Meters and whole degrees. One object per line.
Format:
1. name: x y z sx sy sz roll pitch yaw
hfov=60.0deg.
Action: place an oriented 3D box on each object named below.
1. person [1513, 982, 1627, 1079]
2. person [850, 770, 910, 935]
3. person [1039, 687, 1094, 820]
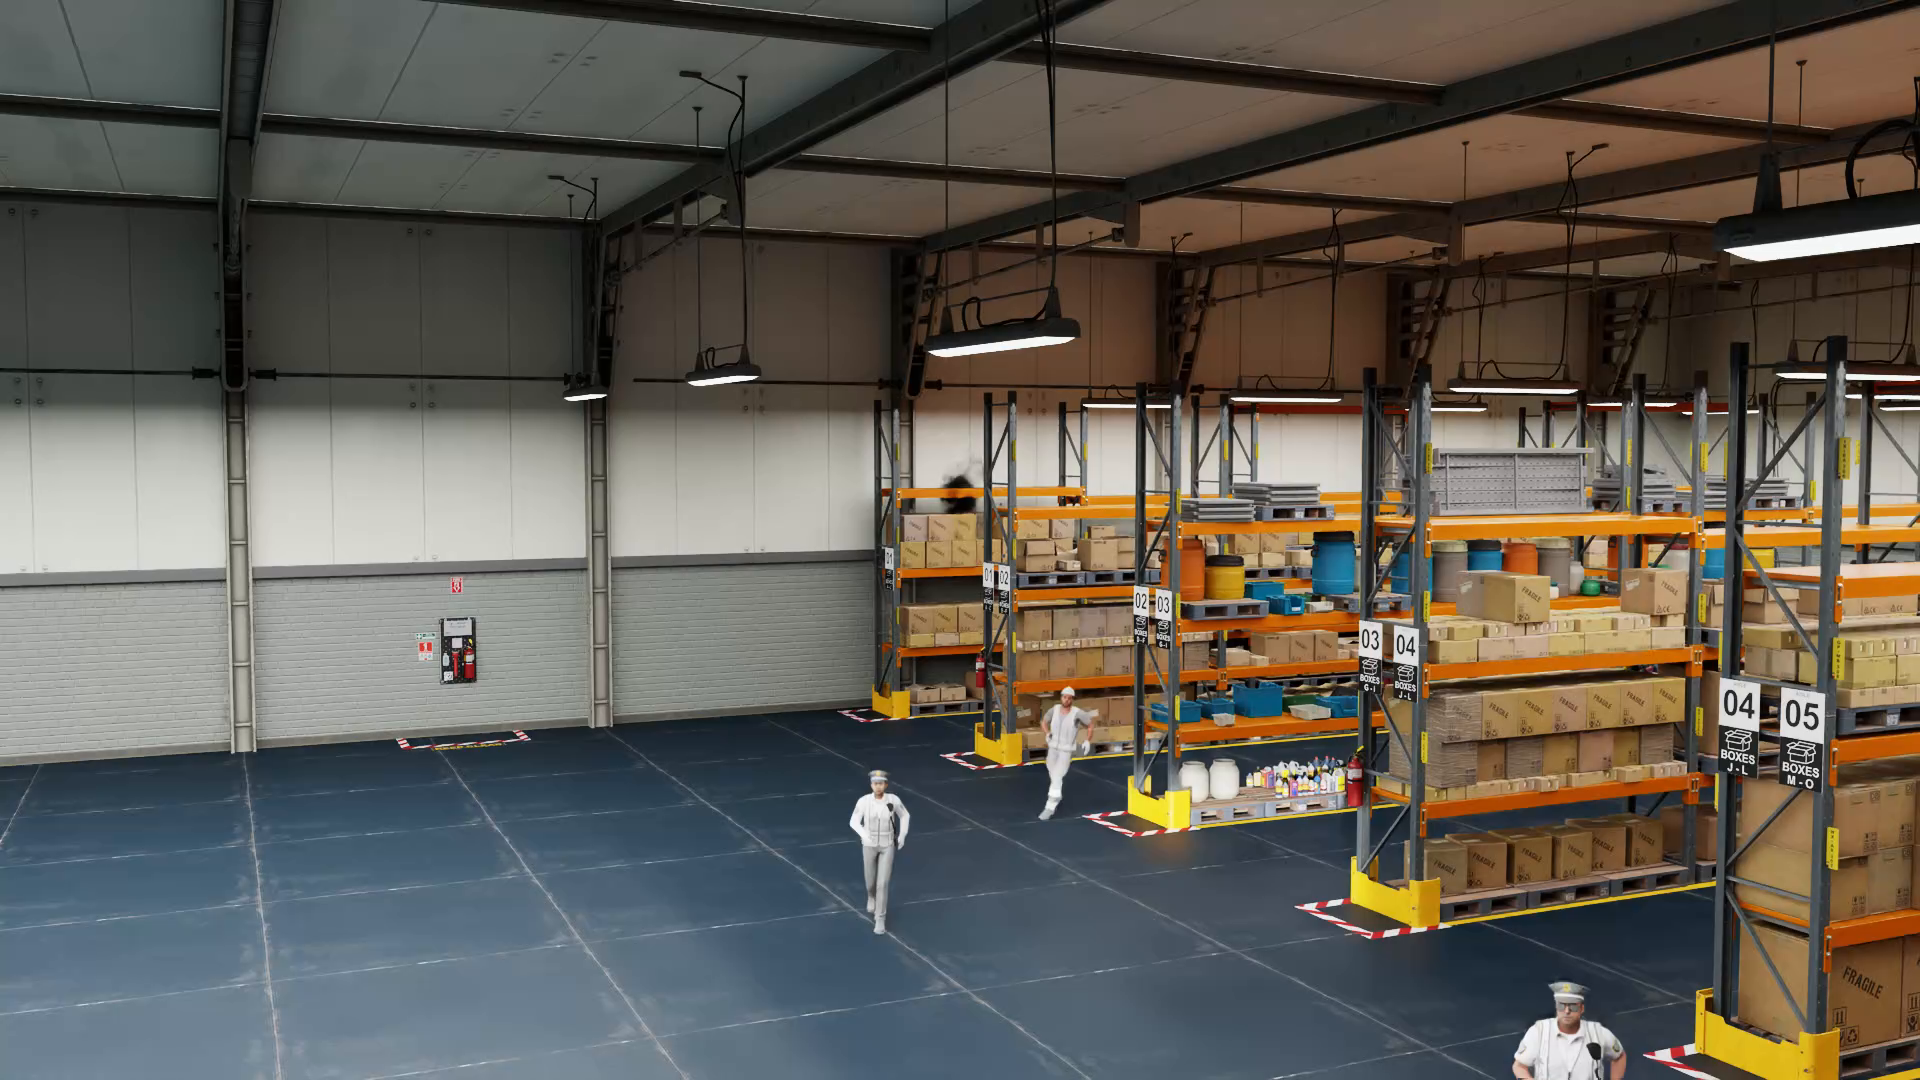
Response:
1. person: 3.851 3.665 10.533 0.674 1.794 0.981 1 4 22
2. person: -0.857 3.288 17.836 0.640 1.705 0.784 0 3 0
3. person: 1.439 2.919 23.023 0.725 1.796 0.864 2 4 29
